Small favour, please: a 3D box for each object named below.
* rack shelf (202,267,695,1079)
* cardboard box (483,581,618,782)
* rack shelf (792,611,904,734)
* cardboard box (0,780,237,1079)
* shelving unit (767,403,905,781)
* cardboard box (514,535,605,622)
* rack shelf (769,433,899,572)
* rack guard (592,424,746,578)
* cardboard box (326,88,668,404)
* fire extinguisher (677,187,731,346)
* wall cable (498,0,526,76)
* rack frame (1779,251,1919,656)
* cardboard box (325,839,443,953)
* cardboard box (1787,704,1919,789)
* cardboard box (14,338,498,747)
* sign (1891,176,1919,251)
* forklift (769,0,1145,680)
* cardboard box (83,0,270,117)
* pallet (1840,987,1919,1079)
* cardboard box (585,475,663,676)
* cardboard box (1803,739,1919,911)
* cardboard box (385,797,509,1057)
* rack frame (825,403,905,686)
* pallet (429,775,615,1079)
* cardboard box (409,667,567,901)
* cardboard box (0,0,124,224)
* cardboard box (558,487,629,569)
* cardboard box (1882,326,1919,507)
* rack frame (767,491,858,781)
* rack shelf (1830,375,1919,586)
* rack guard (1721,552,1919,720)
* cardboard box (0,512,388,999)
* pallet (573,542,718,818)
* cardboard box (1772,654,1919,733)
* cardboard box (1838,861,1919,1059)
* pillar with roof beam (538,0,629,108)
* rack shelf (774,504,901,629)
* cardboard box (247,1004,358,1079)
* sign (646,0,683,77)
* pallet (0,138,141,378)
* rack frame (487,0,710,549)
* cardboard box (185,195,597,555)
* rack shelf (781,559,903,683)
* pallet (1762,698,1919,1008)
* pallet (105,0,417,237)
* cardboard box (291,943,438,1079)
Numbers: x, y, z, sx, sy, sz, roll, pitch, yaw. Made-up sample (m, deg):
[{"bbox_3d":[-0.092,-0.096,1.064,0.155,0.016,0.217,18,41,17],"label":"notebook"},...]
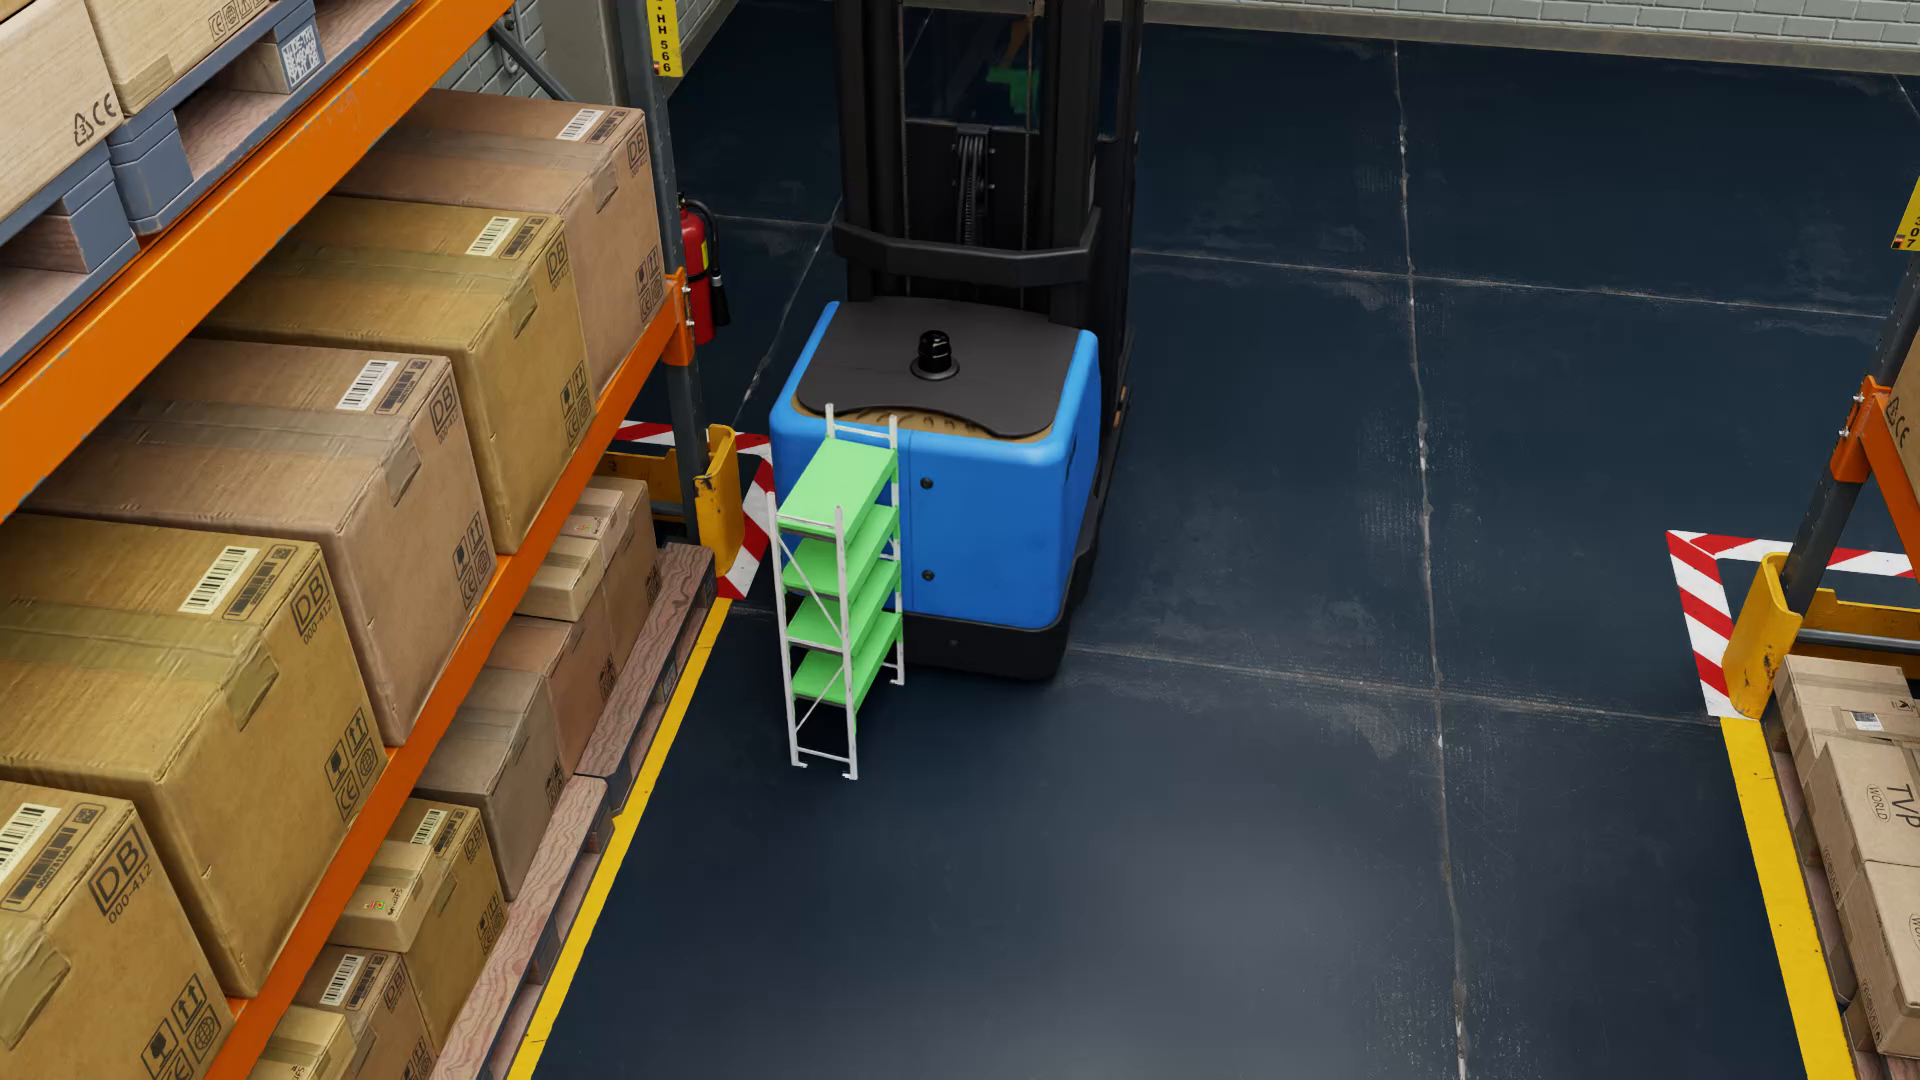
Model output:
[{"bbox_3d":[-1.820,0.378,4.504,1.077,0.370,4.000,6,40,8],"label":"rack shelf"},{"bbox_3d":[-1.583,0.411,5.531,0.700,0.500,0.500,6,40,8],"label":"cardboard box"},{"bbox_3d":[-0.395,0.428,5.768,0.258,0.148,0.480,12,41,14],"label":"rack shelf"},{"bbox_3d":[-2.056,0.901,3.070,0.980,0.700,0.700,7,40,8],"label":"cardboard box"},{"bbox_3d":[-0.395,0.194,5.574,0.258,1.200,0.503,12,41,14],"label":"shelving unit"},{"bbox_3d":[-1.383,0.108,5.388,0.380,0.149,0.250,7,40,9],"label":"cardboard box"},{"bbox_3d":[-0.395,-0.127,5.309,0.258,0.148,0.480,12,41,14],"label":"rack shelf"},{"bbox_3d":[-1.470,-0.207,6.607,1.175,0.500,0.348,6,40,8],"label":"rack guard"},{"bbox_3d":[-1.552,-0.949,5.309,0.980,0.700,0.700,8,40,10],"label":"cardboard box"},{"bbox_3d":[-0.993,-1.025,5.989,0.296,0.674,0.183,6,40,8],"label":"fire extinguisher"},{"bbox_3d":[-2.184,-2.454,6.567,0.084,1.984,1.851,6,40,8],"label":"wall cable"},{"bbox_3d":[3.406,-0.611,5.135,1.000,3.000,0.127,6,40,8],"label":"rack frame"},{"bbox_3d":[-1.607,0.927,4.398,0.380,0.149,0.250,5,40,6],"label":"cardboard box"},{"bbox_3d":[2.951,0.693,5.436,0.380,0.166,0.250,6,40,8],"label":"cardboard box"},{"bbox_3d":[-1.808,-0.014,4.177,0.980,0.700,0.700,5,40,6],"label":"cardboard box"},{"bbox_3d":[2.871,-1.004,4.931,0.100,0.325,0.005,6,40,8],"label":"sign"},{"bbox_3d":[0.148,-1.567,6.345,1.130,2.935,3.031,8,40,9],"label":"forklift"},{"bbox_3d":[-1.603,-0.989,2.947,0.500,0.250,0.500,5,40,6],"label":"cardboard box"},{"bbox_3d":[3.042,1.775,4.437,1.003,0.211,1.213,6,40,8],"label":"pallet"},{"bbox_3d":[-1.497,0.097,5.911,0.700,0.500,0.500,6,40,8],"label":"cardboard box"},{"bbox_3d":[2.946,0.903,5.116,0.500,0.250,0.500,6,40,8],"label":"cardboard box"},{"bbox_3d":[-1.754,1.062,4.743,0.700,0.500,0.500,7,40,9],"label":"cardboard box"},{"bbox_3d":[-0.320,0.045,5.753,0.240,1.200,0.015,12,41,14],"label":"rack frame"},{"bbox_3d":[-1.749,1.194,5.141,1.003,0.211,1.213,6,40,8],"label":"pallet"},{"bbox_3d":[-1.669,0.727,5.149,0.700,0.500,0.500,5,40,6],"label":"cardboard box"},{"bbox_3d":[-1.685,-0.666,2.557,0.500,0.250,0.500,6,40,7],"label":"cardboard box"},{"bbox_3d":[-1.339,-0.052,5.582,0.380,0.149,0.250,6,40,7],"label":"cardboard box"},{"bbox_3d":[3.069,-0.400,4.801,0.500,0.500,0.500,7,40,9],"label":"cardboard box"},{"bbox_3d":[-0.470,0.342,5.395,0.240,1.200,0.015,12,41,14],"label":"rack frame"},{"bbox_3d":[3.060,0.921,3.846,1.077,0.370,4.000,6,40,8],"label":"rack shelf"},{"bbox_3d":[3.393,0.400,5.874,1.175,0.500,0.348,6,40,8],"label":"rack guard"},{"bbox_3d":[-1.924,0.444,3.624,0.980,0.700,0.700,5,40,7],"label":"cardboard box"},{"bbox_3d":[-1.535,0.430,6.064,1.003,0.211,1.213,6,40,8],"label":"pallet"},{"bbox_3d":[2.995,0.543,5.631,0.380,0.149,0.250,6,40,8],"label":"cardboard box"},{"bbox_3d":[2.859,1.217,4.737,0.500,0.250,0.500,6,40,8],"label":"cardboard box"},{"bbox_3d":[2.381,-4.782,5.472,9.100,9.000,0.400,6,40,8],"label":"pillar with roof beam"},{"bbox_3d":[-0.395,0.058,5.462,0.258,0.148,0.480,12,41,14],"label":"rack shelf"},{"bbox_3d":[-1.697,1.254,4.002,0.380,0.149,0.250,8,40,9],"label":"cardboard box"},{"bbox_3d":[-0.942,-1.624,5.265,0.100,0.325,0.005,6,40,8],"label":"sign"},{"bbox_3d":[-2.014,-0.279,2.449,1.003,0.211,1.213,6,40,8],"label":"pallet"},{"bbox_3d":[-1.474,-1.155,5.793,1.000,3.000,0.127,6,40,8],"label":"rack frame"},{"bbox_3d":[-1.667,-0.491,4.755,0.980,0.700,0.700,6,40,7],"label":"cardboard box"},{"bbox_3d":[-0.395,0.243,5.615,0.258,0.148,0.480,12,41,14],"label":"rack shelf"},{"bbox_3d":[3.256,1.012,5.361,1.003,0.211,1.213,6,40,8],"label":"pallet"},{"bbox_3d":[-1.801,-1.042,3.372,1.003,0.211,1.213,6,40,8],"label":"pallet"},{"bbox_3d":[-1.846,1.384,4.354,0.700,0.500,0.500,6,40,7],"label":"cardboard box"}]
